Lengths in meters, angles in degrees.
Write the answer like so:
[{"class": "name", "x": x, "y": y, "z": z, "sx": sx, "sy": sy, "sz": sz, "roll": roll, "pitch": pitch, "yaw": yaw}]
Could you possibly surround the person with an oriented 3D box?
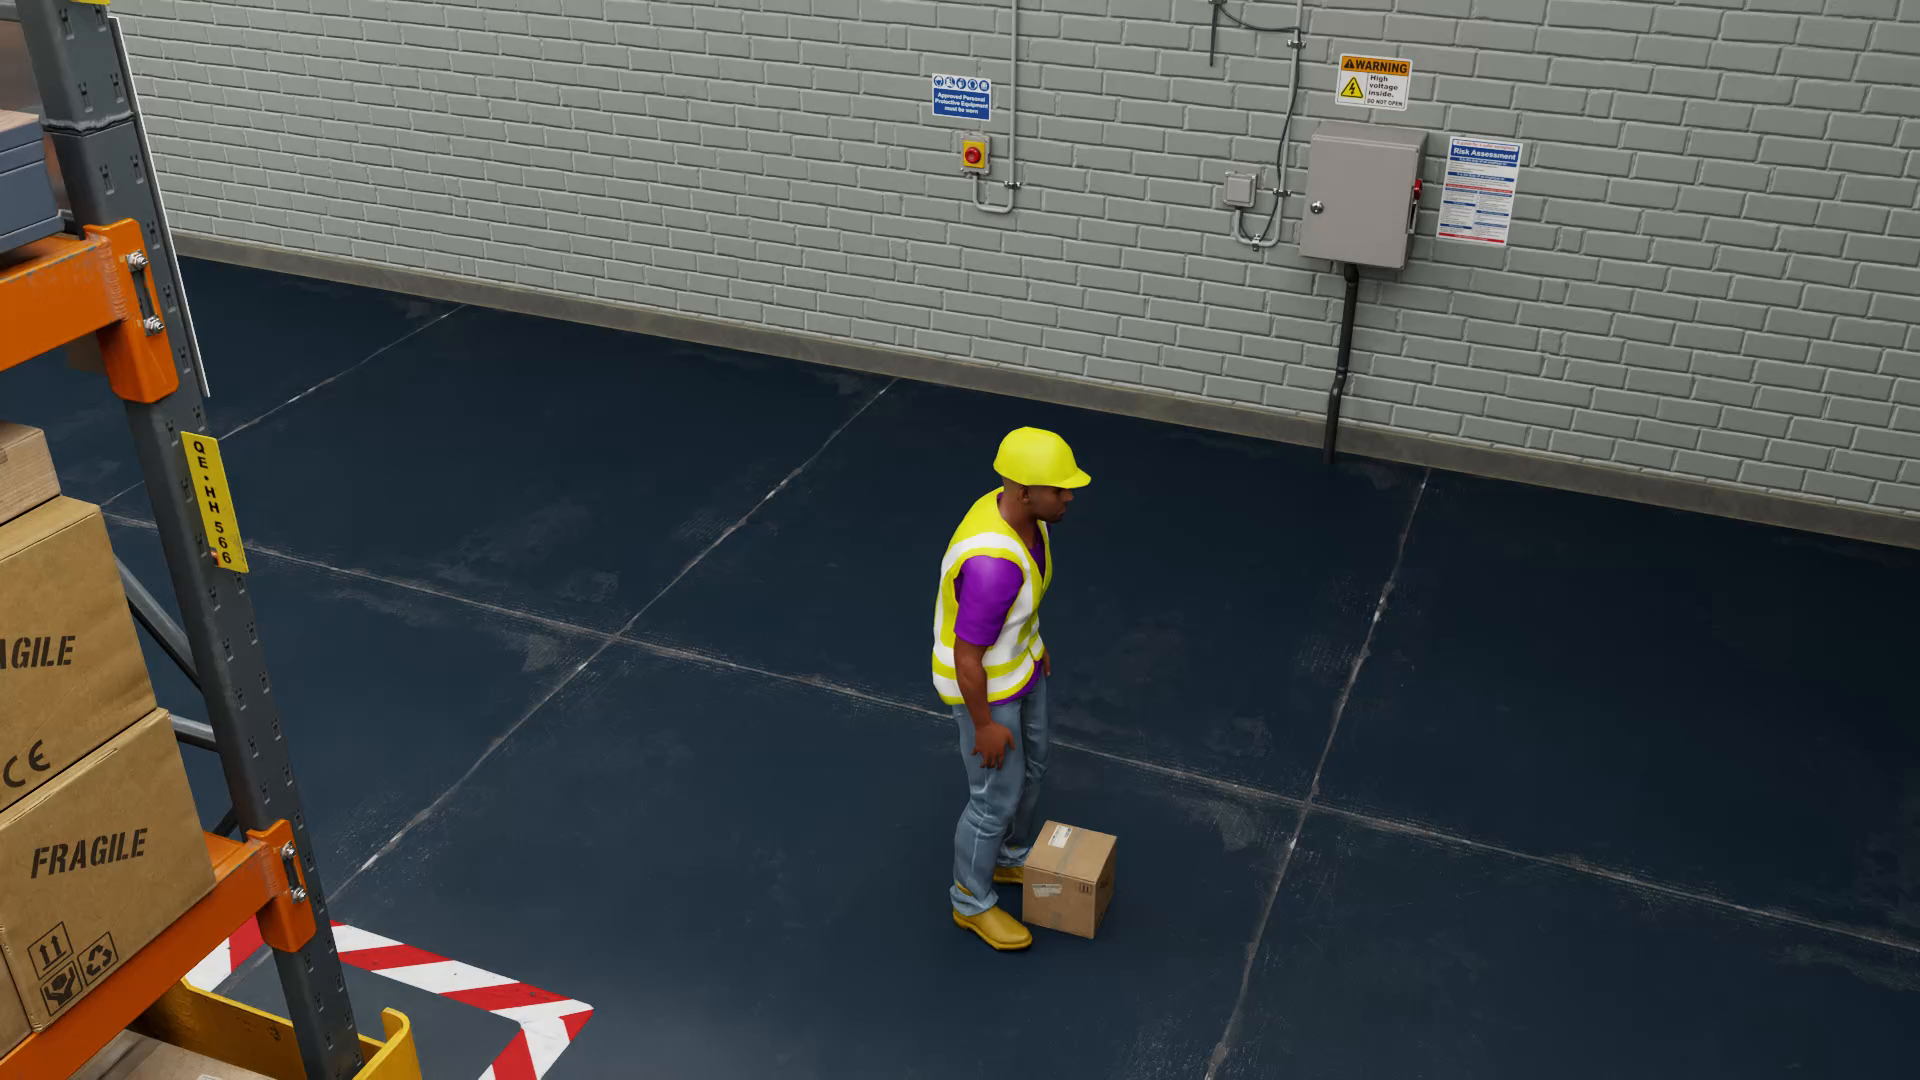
[{"class": "person", "x": 0.156, "y": 0.445, "z": 5.322, "sx": 0.461, "sy": 1.759, "sz": 0.634, "roll": 9, "pitch": 31, "yaw": 16}]
